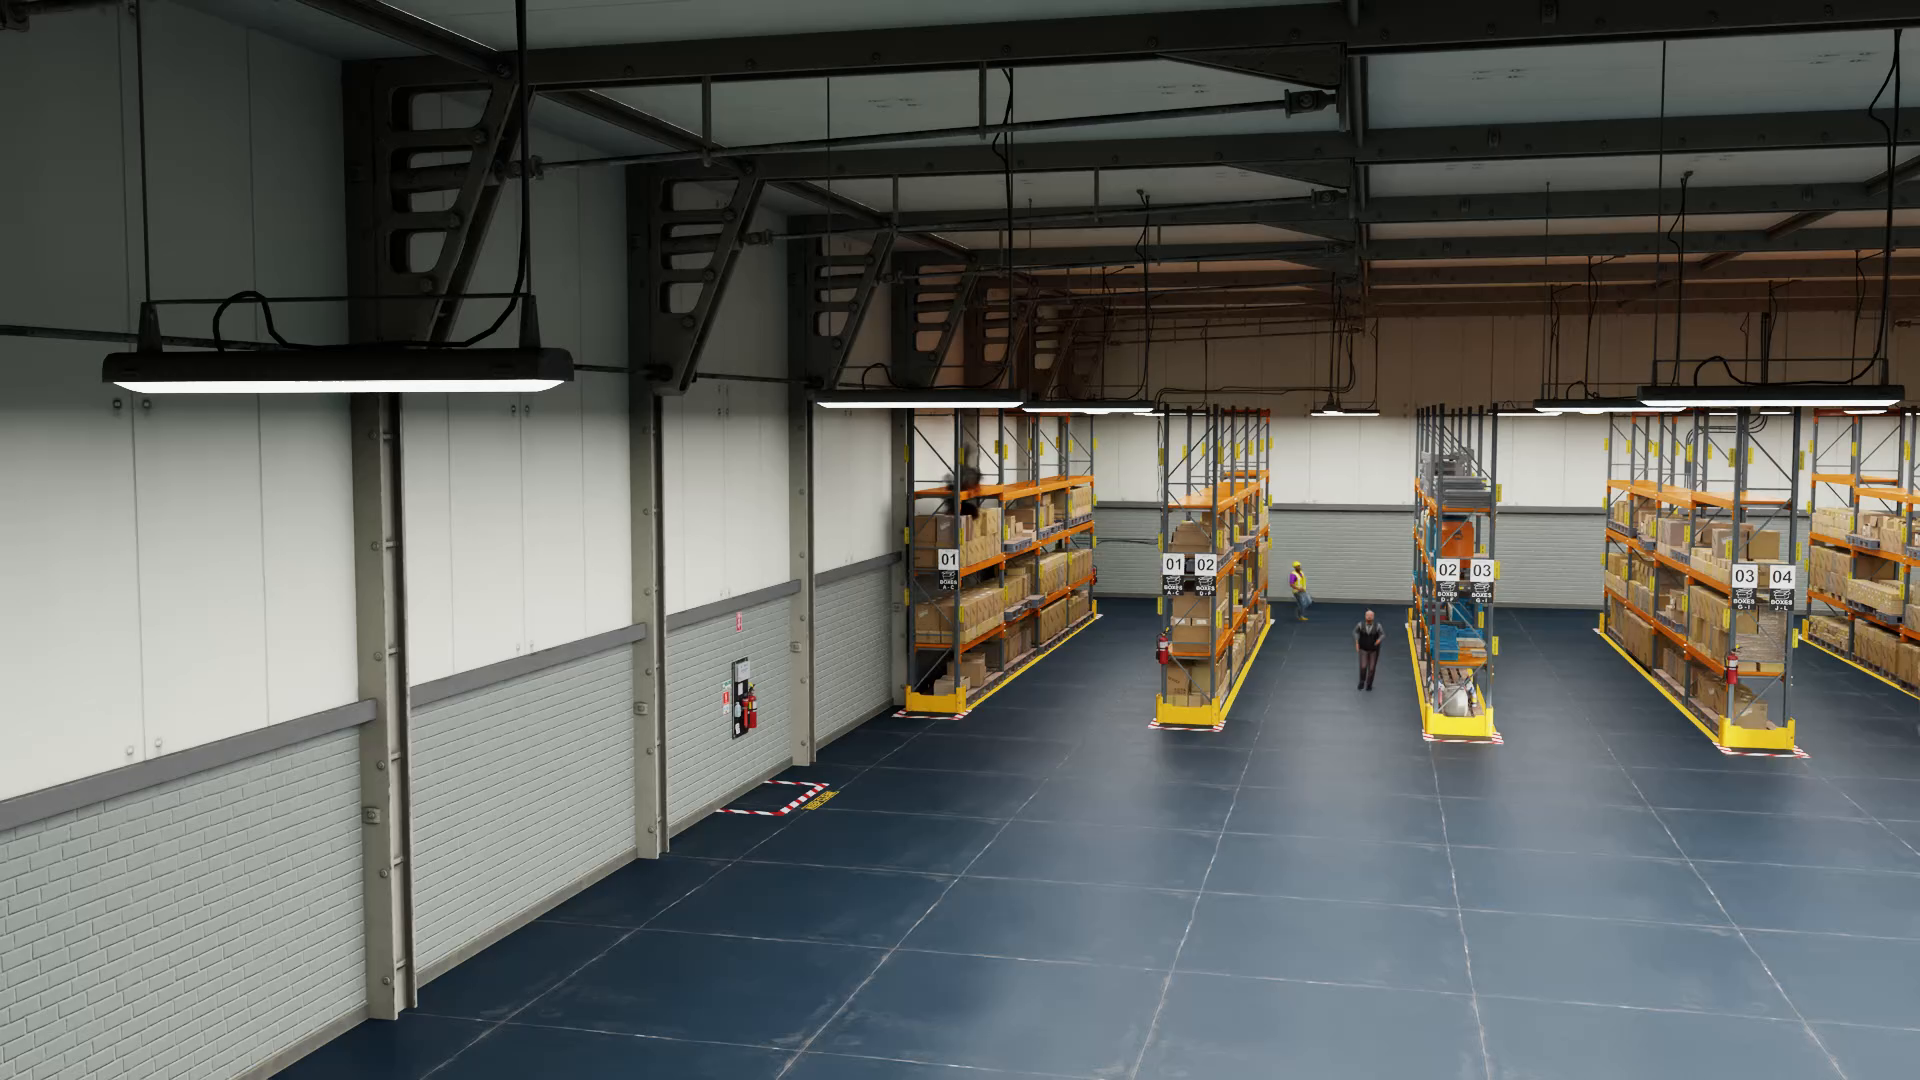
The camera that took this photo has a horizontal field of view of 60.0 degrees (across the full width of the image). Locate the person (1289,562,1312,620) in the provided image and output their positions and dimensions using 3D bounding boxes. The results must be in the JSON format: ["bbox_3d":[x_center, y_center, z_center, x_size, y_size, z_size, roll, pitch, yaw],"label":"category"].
[{"bbox_3d":[9.633,1.451,47.041,0.742,1.694,0.576,-3,5,-40],"label":"person"}]

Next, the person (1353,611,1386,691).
[{"bbox_3d":[8.579,2.333,34.846,0.661,1.706,0.677,1,4,12],"label":"person"}]
